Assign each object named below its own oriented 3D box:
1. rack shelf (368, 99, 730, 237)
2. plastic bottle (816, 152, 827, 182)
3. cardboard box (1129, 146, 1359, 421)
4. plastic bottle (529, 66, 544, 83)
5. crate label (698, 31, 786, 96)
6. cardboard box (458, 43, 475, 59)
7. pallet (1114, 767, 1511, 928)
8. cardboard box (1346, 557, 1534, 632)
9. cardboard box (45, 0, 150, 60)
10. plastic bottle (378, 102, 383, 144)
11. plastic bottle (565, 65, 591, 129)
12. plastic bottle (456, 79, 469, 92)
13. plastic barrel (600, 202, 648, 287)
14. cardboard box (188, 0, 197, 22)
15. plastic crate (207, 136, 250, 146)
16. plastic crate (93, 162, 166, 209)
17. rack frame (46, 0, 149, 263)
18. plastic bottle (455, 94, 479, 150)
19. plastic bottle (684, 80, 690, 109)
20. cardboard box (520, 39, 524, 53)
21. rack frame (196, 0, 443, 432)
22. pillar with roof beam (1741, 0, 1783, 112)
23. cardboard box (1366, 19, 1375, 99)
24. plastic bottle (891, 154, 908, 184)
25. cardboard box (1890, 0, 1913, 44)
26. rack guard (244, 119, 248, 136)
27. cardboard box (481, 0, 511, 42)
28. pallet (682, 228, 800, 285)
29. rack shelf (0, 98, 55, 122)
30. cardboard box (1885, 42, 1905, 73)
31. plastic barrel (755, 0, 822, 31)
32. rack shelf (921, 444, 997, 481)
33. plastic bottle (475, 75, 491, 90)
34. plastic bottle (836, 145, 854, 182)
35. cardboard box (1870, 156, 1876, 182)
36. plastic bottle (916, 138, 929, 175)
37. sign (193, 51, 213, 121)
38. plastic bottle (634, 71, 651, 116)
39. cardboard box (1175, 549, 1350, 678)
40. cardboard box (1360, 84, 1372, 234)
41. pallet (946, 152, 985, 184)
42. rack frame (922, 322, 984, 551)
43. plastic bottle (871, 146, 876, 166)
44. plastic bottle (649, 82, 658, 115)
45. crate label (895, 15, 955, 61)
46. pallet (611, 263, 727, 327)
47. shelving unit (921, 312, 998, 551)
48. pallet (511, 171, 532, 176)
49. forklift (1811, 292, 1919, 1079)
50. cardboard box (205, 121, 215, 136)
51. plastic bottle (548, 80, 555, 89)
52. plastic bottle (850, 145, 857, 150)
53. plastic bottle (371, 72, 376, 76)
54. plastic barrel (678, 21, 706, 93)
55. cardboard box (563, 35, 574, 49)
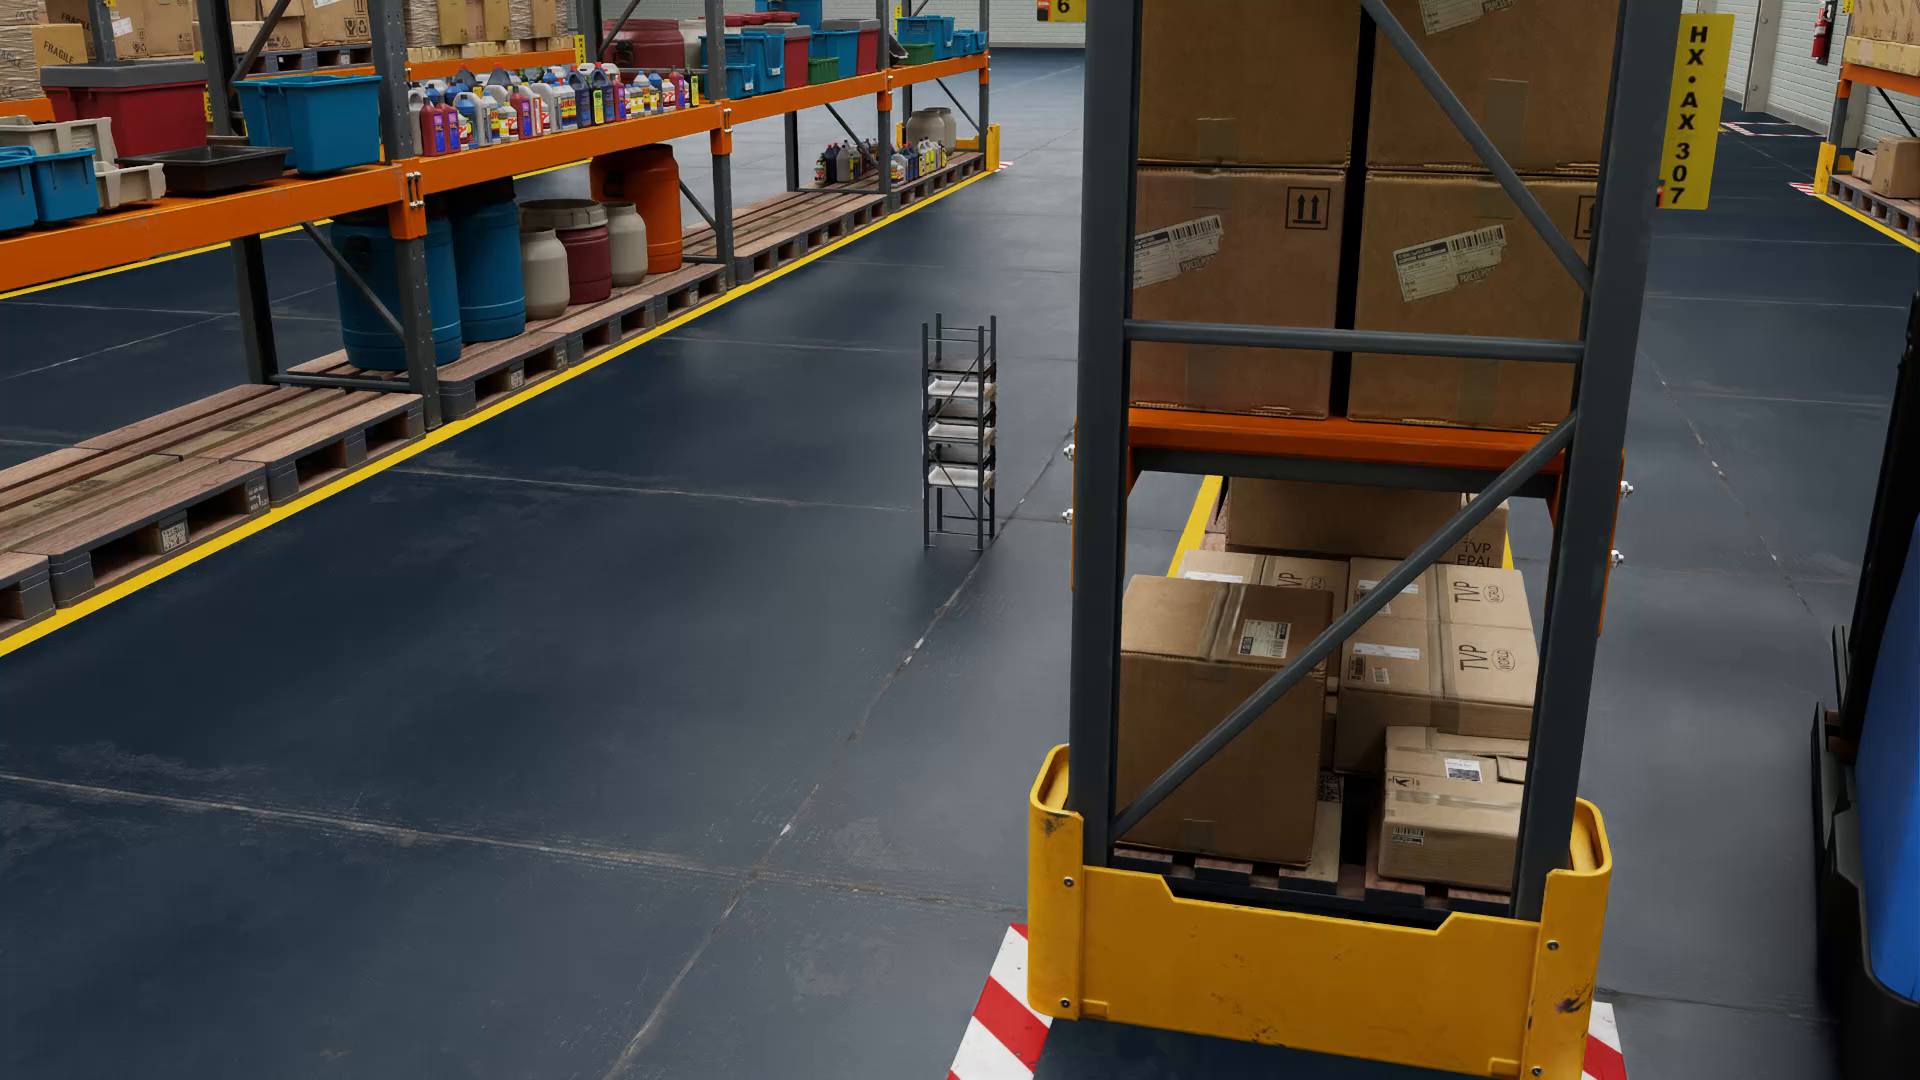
[{"bbox_3d":[-2.611,-2.299,9.890,1.077,0.370,4.000,5,19,13],"label":"rack shelf"},{"bbox_3d":[-1.347,-3.619,16.165,0.061,0.283,0.133,6,20,16],"label":"plastic bottle"},{"bbox_3d":[0.571,-0.576,3.577,0.500,0.500,0.500,5,20,15],"label":"cardboard box"},{"bbox_3d":[-2.731,-2.917,10.769,0.061,0.283,0.133,5,19,13],"label":"plastic bottle"},{"bbox_3d":[-1.617,-3.573,12.453,0.502,0.435,0.616,5,19,13],"label":"crate label"},{"bbox_3d":[-5.343,-5.148,17.507,0.380,0.149,0.250,5,19,13],"label":"cardboard box"},{"bbox_3d":[0.938,0.680,4.372,1.003,0.211,1.213,5,19,13],"label":"pallet"},{"bbox_3d":[1.378,0.265,4.844,0.500,0.250,0.500,5,19,13],"label":"cardboard box"},{"bbox_3d":[-6.832,-4.076,13.175,0.500,0.500,0.500,2,19,7],"label":"cardboard box"},{"bbox_3d":[-3.053,-2.292,8.832,0.144,0.351,0.185,5,19,13],"label":"plastic bottle"},{"bbox_3d":[-2.244,-2.578,9.670,0.144,0.351,0.185,5,19,13],"label":"plastic bottle"},{"bbox_3d":[-2.921,-2.564,9.751,0.097,0.271,0.097,0,19,0],"label":"plastic bottle"},{"bbox_3d":[-2.277,-1.949,10.952,0.421,0.512,0.421,0,19,0],"label":"plastic barrel"},{"bbox_3d":[-9.915,-6.365,20.450,0.875,0.550,0.550,5,19,13],"label":"cardboard box"},{"bbox_3d":[-3.352,-1.781,7.578,0.396,0.136,0.243,5,19,13],"label":"plastic crate"},{"bbox_3d":[-3.234,-1.346,6.304,0.293,0.136,0.466,5,19,13],"label":"plastic crate"},{"bbox_3d":[-6.925,-3.657,12.754,1.000,3.000,0.127,5,19,13],"label":"rack frame"},{"bbox_3d":[-2.529,-2.143,8.519,0.097,0.271,0.097,0,19,0],"label":"plastic bottle"},{"bbox_3d":[-1.853,-2.977,11.070,0.097,0.201,0.097,0,19,0],"label":"plastic bottle"},{"bbox_3d":[-5.129,-5.547,18.676,0.380,0.149,0.250,5,19,13],"label":"cardboard box"},{"bbox_3d":[-3.100,-2.012,7.939,1.000,3.000,0.127,5,19,13],"label":"rack frame"},{"bbox_3d":[8.864,-11.644,26.855,9.100,9.000,0.400,5,19,13],"label":"pillar with roof beam"},{"bbox_3d":[0.938,-1.530,4.826,0.500,0.500,0.500,5,20,15],"label":"cardboard box"},{"bbox_3d":[-0.590,-3.608,16.143,0.152,0.276,0.135,5,20,15],"label":"plastic bottle"},{"bbox_3d":[8.654,-4.680,14.791,0.500,0.500,0.500,5,20,15],"label":"cardboard box"},{"bbox_3d":[-9.750,-5.413,21.761,1.175,0.500,0.348,5,19,13],"label":"rack guard"},{"bbox_3d":[-5.435,-5.707,18.141,0.875,0.500,0.500,5,19,13],"label":"cardboard box"},{"bbox_3d":[-1.895,-2.186,12.762,1.003,0.211,1.213,5,19,13],"label":"pallet"},{"bbox_3d":[-7.414,-2.690,11.035,1.077,0.370,4.000,5,19,13],"label":"rack shelf"},{"bbox_3d":[8.643,-4.320,14.897,0.500,0.250,0.500,5,19,14],"label":"cardboard box"},{"bbox_3d":[-1.533,-4.660,14.914,0.600,0.901,0.708,5,19,13],"label":"plastic barrel"},{"bbox_3d":[-0.002,-0.307,6.575,0.258,0.077,0.200,5,19,13],"label":"rack shelf"},{"bbox_3d":[-2.880,-2.663,10.034,0.152,0.276,0.135,5,19,13],"label":"plastic bottle"},{"bbox_3d":[-1.127,-3.688,16.261,0.144,0.351,0.185,5,19,13],"label":"plastic bottle"},{"bbox_3d":[9.044,-3.539,15.886,0.500,0.311,0.500,6,20,18],"label":"cardboard box"},{"bbox_3d":[-0.395,-3.887,16.845,0.144,0.351,0.185,5,19,13],"label":"plastic bottle"},{"bbox_3d":[-3.633,-2.187,8.023,0.100,0.325,0.005,5,19,13],"label":"sign"},{"bbox_3d":[-2.005,-2.816,10.489,0.097,0.271,0.097,0,19,0],"label":"plastic bottle"},{"bbox_3d":[0.881,0.241,4.913,0.500,0.250,0.500,5,19,13],"label":"cardboard box"},{"bbox_3d":[1.192,-1.368,5.899,0.500,0.500,0.500,5,19,14],"label":"cardboard box"},{"bbox_3d":[-0.344,-4.172,18.576,1.003,0.211,1.213,5,19,13],"label":"pallet"},{"bbox_3d":[-0.027,-0.391,6.441,0.240,0.900,0.006,5,19,13],"label":"rack frame"},{"bbox_3d":[-0.938,-4.081,17.645,0.097,0.201,0.097,0,19,0],"label":"plastic bottle"},{"bbox_3d":[-1.981,-2.813,10.590,0.097,0.201,0.097,0,19,0],"label":"plastic bottle"},{"bbox_3d":[-0.355,-5.192,17.193,0.502,0.435,0.616,5,19,13],"label":"crate label"},{"bbox_3d":[-2.274,-1.696,11.327,1.003,0.211,1.213,5,19,13],"label":"pallet"},{"bbox_3d":[-0.002,-0.423,6.535,0.258,0.900,0.210,5,19,13],"label":"shelving unit"},{"bbox_3d":[-5.522,-4.188,18.623,1.003,0.211,1.213,5,19,13],"label":"pallet"},{"bbox_3d":[2.850,-0.593,3.888,1.130,2.935,3.031,9,21,24],"label":"forklift"},{"bbox_3d":[-6.671,-3.417,14.077,0.500,0.250,0.500,7,20,20],"label":"cardboard box"},{"bbox_3d":[-2.371,-2.536,9.671,0.097,0.271,0.097,0,19,0],"label":"plastic bottle"},{"bbox_3d":[-1.098,-3.876,16.927,0.152,0.276,0.135,5,19,14],"label":"plastic bottle"},{"bbox_3d":[-3.147,-2.361,9.035,0.144,0.351,0.185,5,19,13],"label":"plastic bottle"},{"bbox_3d":[-2.078,-3.658,12.585,0.421,0.512,0.421,0,19,0],"label":"plastic barrel"},{"bbox_3d":[-4.840,-5.940,19.827,0.380,0.149,0.250,5,19,13],"label":"cardboard box"}]
